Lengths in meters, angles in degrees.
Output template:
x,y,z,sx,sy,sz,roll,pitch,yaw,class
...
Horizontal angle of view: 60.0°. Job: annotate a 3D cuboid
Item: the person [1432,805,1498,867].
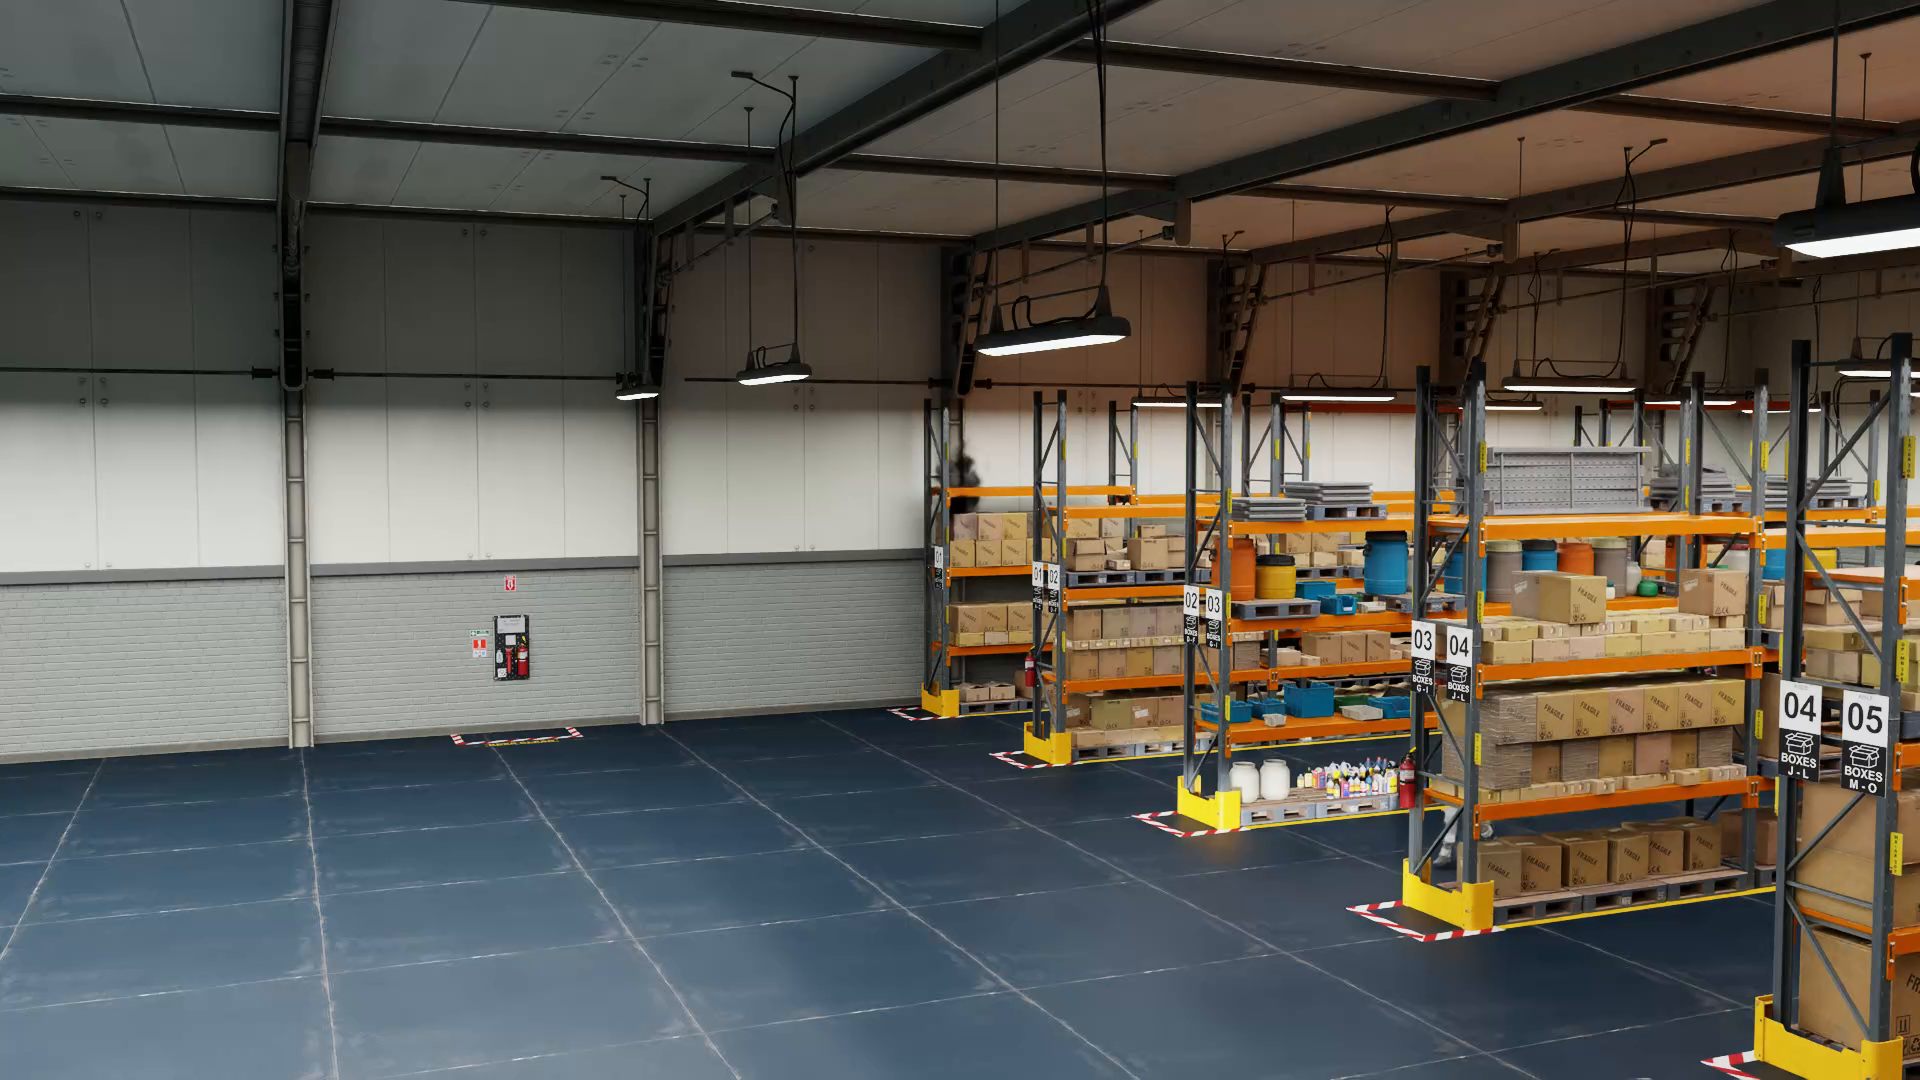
x,y,z,sx,sy,sz,roll,pitch,yaw,class
6.153,3.047,20.223,1.002,1.774,0.659,-2,4,-32,person
